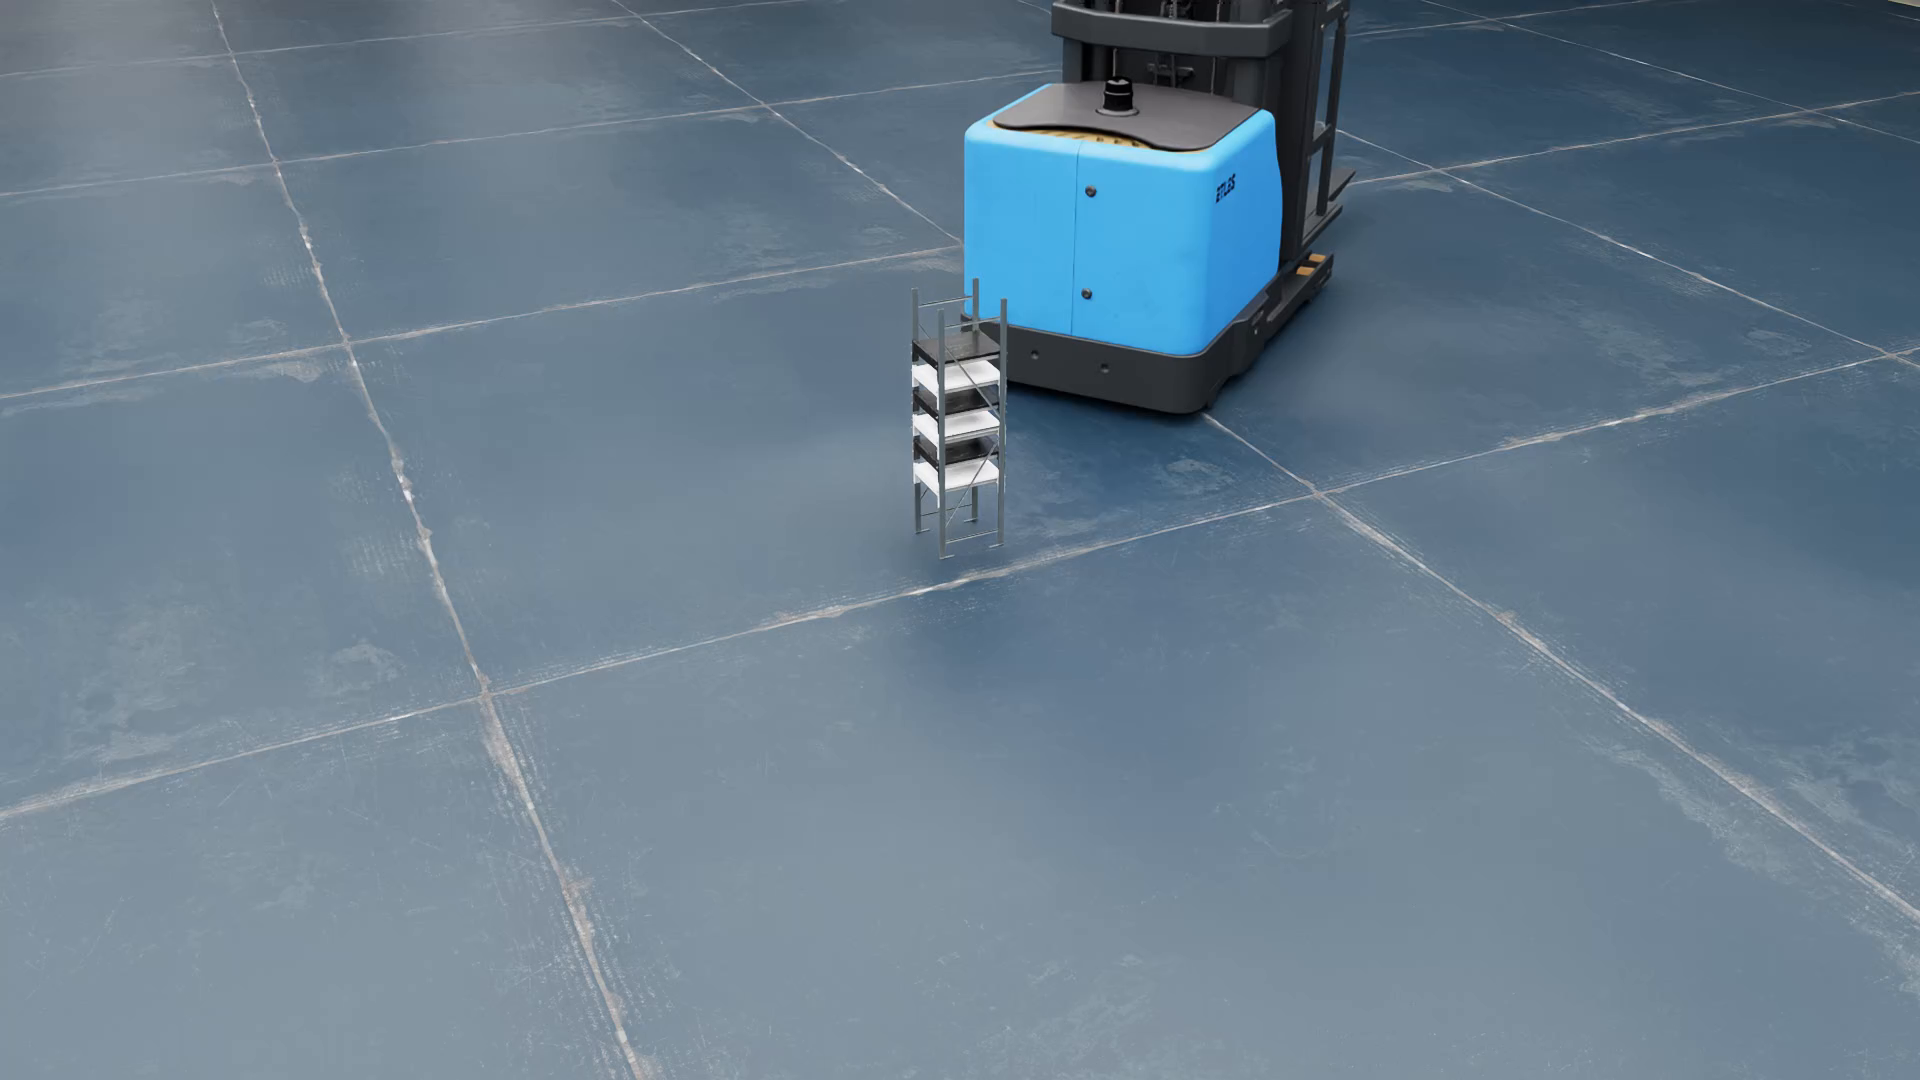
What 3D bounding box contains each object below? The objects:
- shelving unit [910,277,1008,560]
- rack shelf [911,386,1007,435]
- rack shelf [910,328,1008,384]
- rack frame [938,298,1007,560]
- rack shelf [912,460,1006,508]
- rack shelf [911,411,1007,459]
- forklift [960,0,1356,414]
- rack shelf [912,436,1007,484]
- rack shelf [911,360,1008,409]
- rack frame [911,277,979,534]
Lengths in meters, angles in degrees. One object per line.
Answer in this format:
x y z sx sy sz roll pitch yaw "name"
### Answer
-0.003 -0.396 5.536 0.258 0.900 0.210 -13 32 -22 "shelving unit"
-0.003 -0.446 5.509 0.258 0.077 0.200 -13 32 -22 "rack shelf"
-0.003 -0.603 5.421 0.258 0.077 0.200 -13 32 -22 "rack shelf"
0.040 -0.351 5.456 0.240 0.900 0.006 -13 32 -22 "rack frame"
-0.003 -0.210 5.641 0.258 0.077 0.200 -13 32 -22 "rack shelf"
-0.003 -0.367 5.553 0.258 0.077 0.200 -13 32 -22 "rack shelf"
1.113 -2.467 7.152 1.130 2.935 3.031 14 32 23 "forklift"
-0.003 -0.289 5.597 0.258 0.077 0.200 -13 32 -22 "rack shelf"
-0.003 -0.524 5.465 0.258 0.077 0.200 -13 32 -22 "rack shelf"
-0.047 -0.441 5.616 0.240 0.900 0.006 -13 32 -22 "rack frame"
